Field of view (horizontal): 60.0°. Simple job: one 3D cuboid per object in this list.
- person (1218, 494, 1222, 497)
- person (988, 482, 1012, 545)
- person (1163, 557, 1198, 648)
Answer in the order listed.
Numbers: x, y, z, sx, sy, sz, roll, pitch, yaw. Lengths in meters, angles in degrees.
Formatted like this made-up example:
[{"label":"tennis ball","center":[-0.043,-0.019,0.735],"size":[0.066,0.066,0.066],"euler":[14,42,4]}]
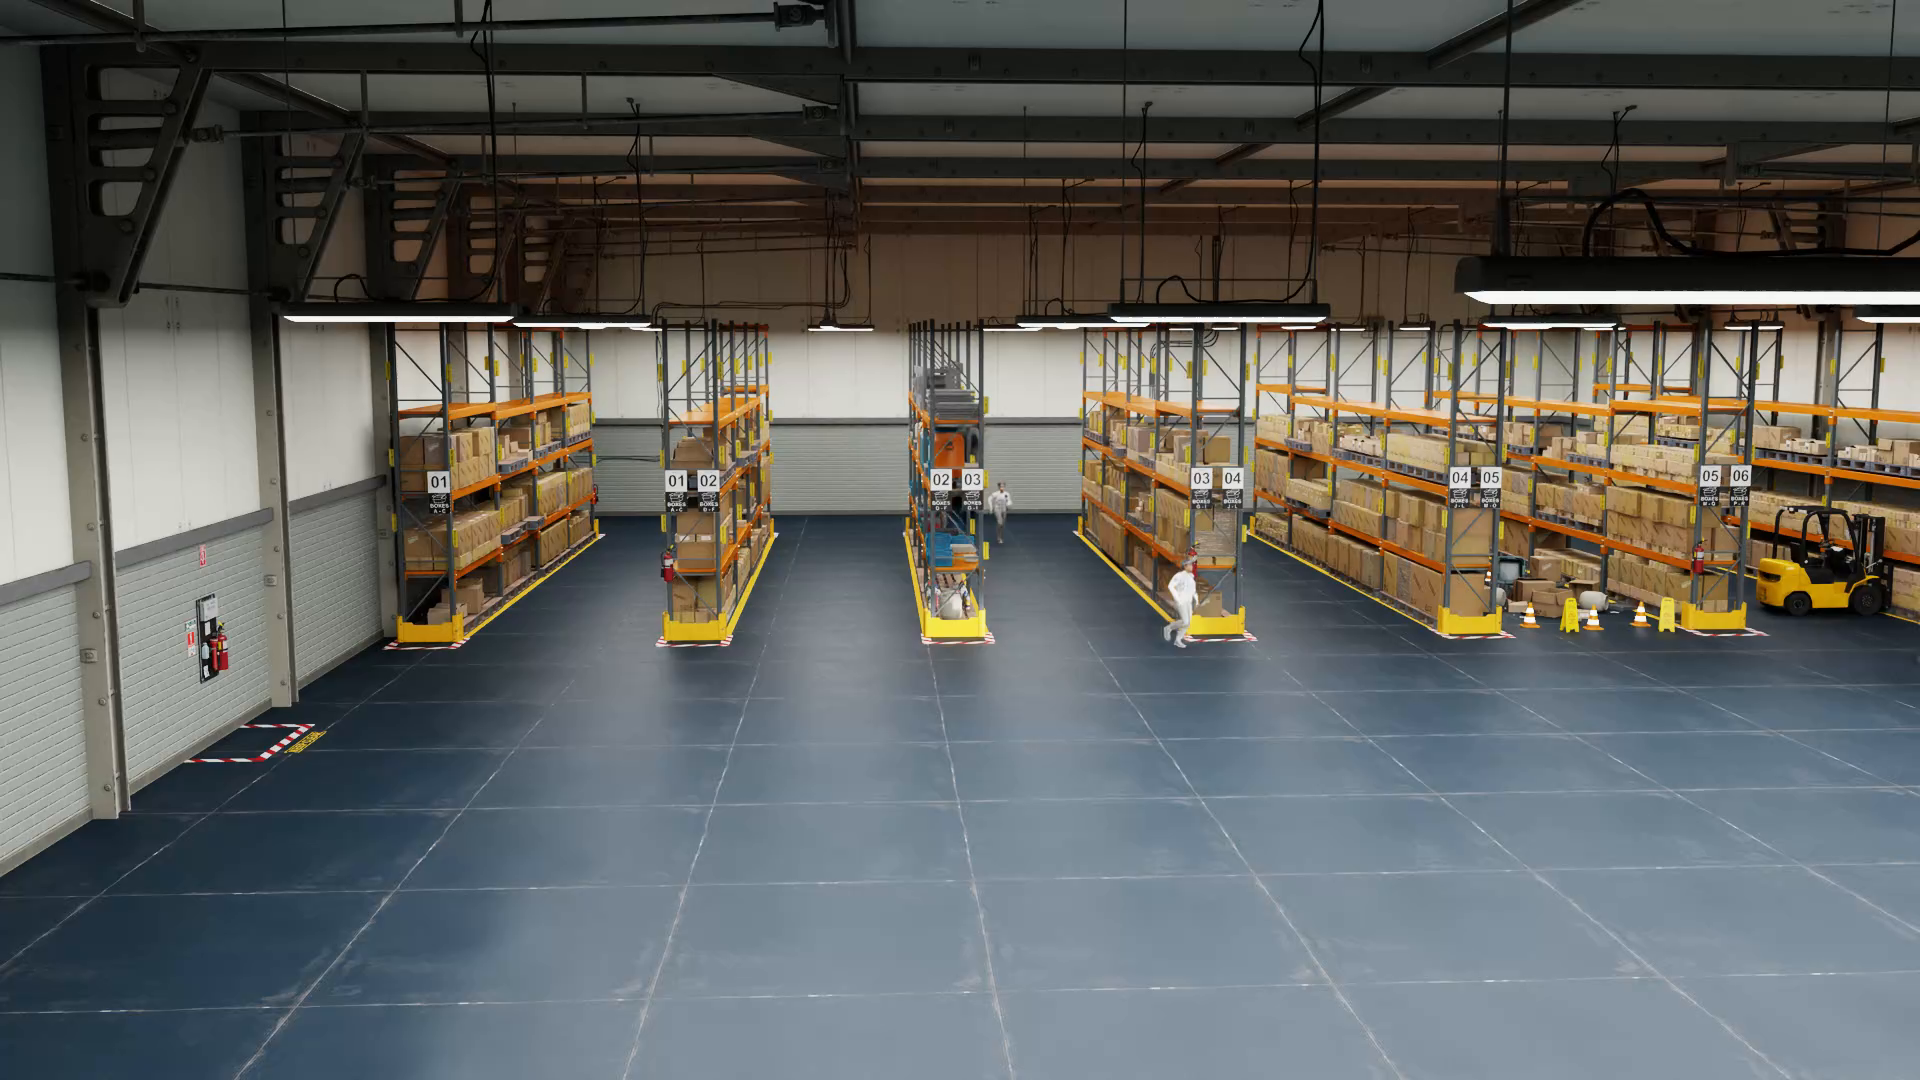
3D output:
[{"label":"person","center":[6.750,-0.409,42.859],"size":[0.644,1.680,0.591],"euler":[-2,7,-14]},{"label":"person","center":[1.124,-0.737,45.582],"size":[0.575,1.739,0.809],"euler":[-3,8,-20]},{"label":"person","center":[4.120,1.134,30.720],"size":[0.645,1.656,0.525],"euler":[-7,10,-45]}]
